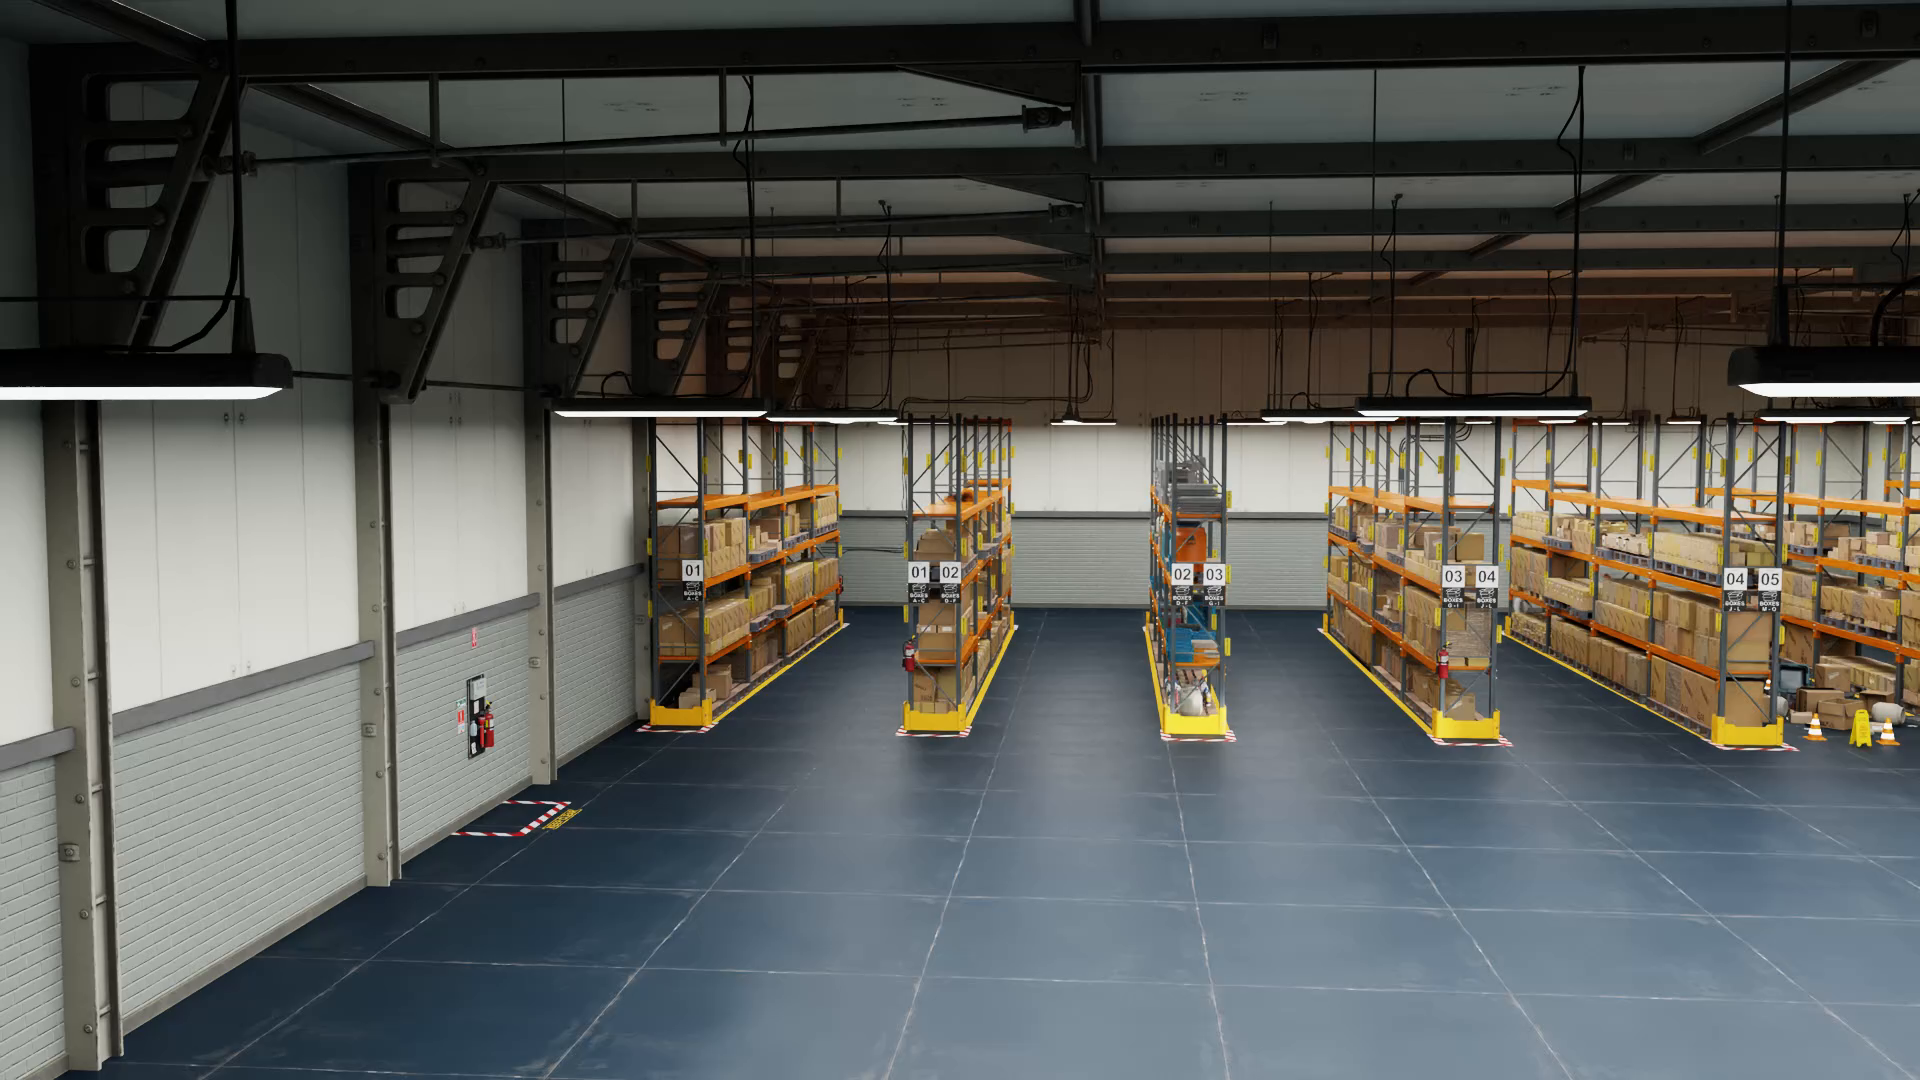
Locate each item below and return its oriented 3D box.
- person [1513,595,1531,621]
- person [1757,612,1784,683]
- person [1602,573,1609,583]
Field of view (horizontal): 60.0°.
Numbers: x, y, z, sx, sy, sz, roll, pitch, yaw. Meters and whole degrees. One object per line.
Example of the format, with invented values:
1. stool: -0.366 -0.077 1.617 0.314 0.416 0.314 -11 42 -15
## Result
1. person: 15.921 1.655 47.116 0.592 1.803 0.523 1 4 12
2. person: 18.189 2.388 37.310 0.556 1.694 0.599 -3 5 -41
3. person: 18.685 1.711 47.870 0.708 1.559 0.486 0 4 -7
